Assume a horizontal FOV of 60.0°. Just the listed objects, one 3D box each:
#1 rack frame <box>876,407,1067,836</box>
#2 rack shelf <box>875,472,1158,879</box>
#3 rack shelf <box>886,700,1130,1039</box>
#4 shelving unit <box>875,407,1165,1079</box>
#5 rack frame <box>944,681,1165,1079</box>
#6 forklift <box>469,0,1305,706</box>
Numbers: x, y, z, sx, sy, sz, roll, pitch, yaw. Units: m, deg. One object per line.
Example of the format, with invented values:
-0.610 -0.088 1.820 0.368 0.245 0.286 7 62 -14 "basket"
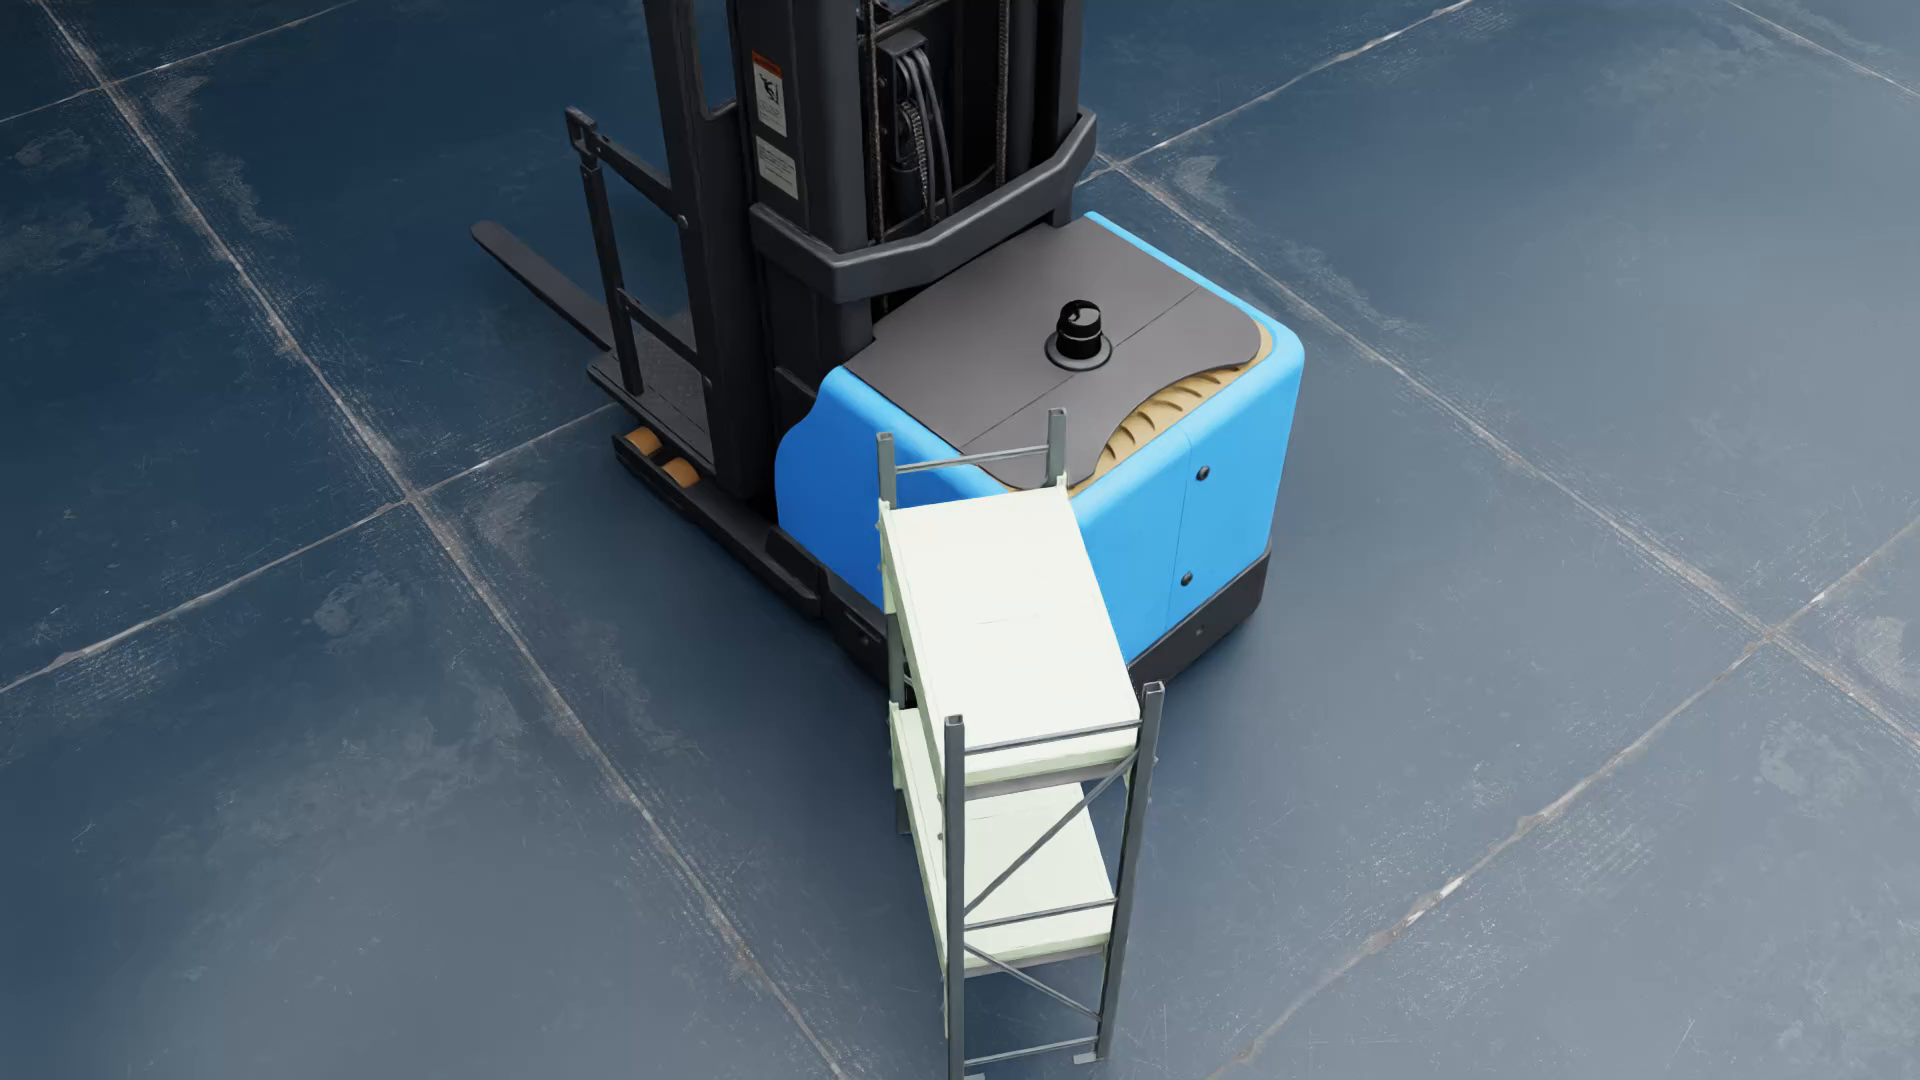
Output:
0.025 0.263 3.999 0.400 1.500 0.023 -8 48 -8 "rack frame"
0.098 0.267 3.469 0.431 0.370 0.720 -8 48 -8 "rack shelf"
0.098 0.748 4.000 0.431 0.370 0.720 -8 48 -8 "rack shelf"
0.098 0.529 3.758 0.431 1.500 0.755 -8 48 -8 "shelving unit"
0.170 0.795 3.517 0.400 1.500 0.023 -8 48 -8 "rack frame"
-0.474 -1.320 4.468 1.130 2.935 3.031 -35 57 -28 "forklift"
